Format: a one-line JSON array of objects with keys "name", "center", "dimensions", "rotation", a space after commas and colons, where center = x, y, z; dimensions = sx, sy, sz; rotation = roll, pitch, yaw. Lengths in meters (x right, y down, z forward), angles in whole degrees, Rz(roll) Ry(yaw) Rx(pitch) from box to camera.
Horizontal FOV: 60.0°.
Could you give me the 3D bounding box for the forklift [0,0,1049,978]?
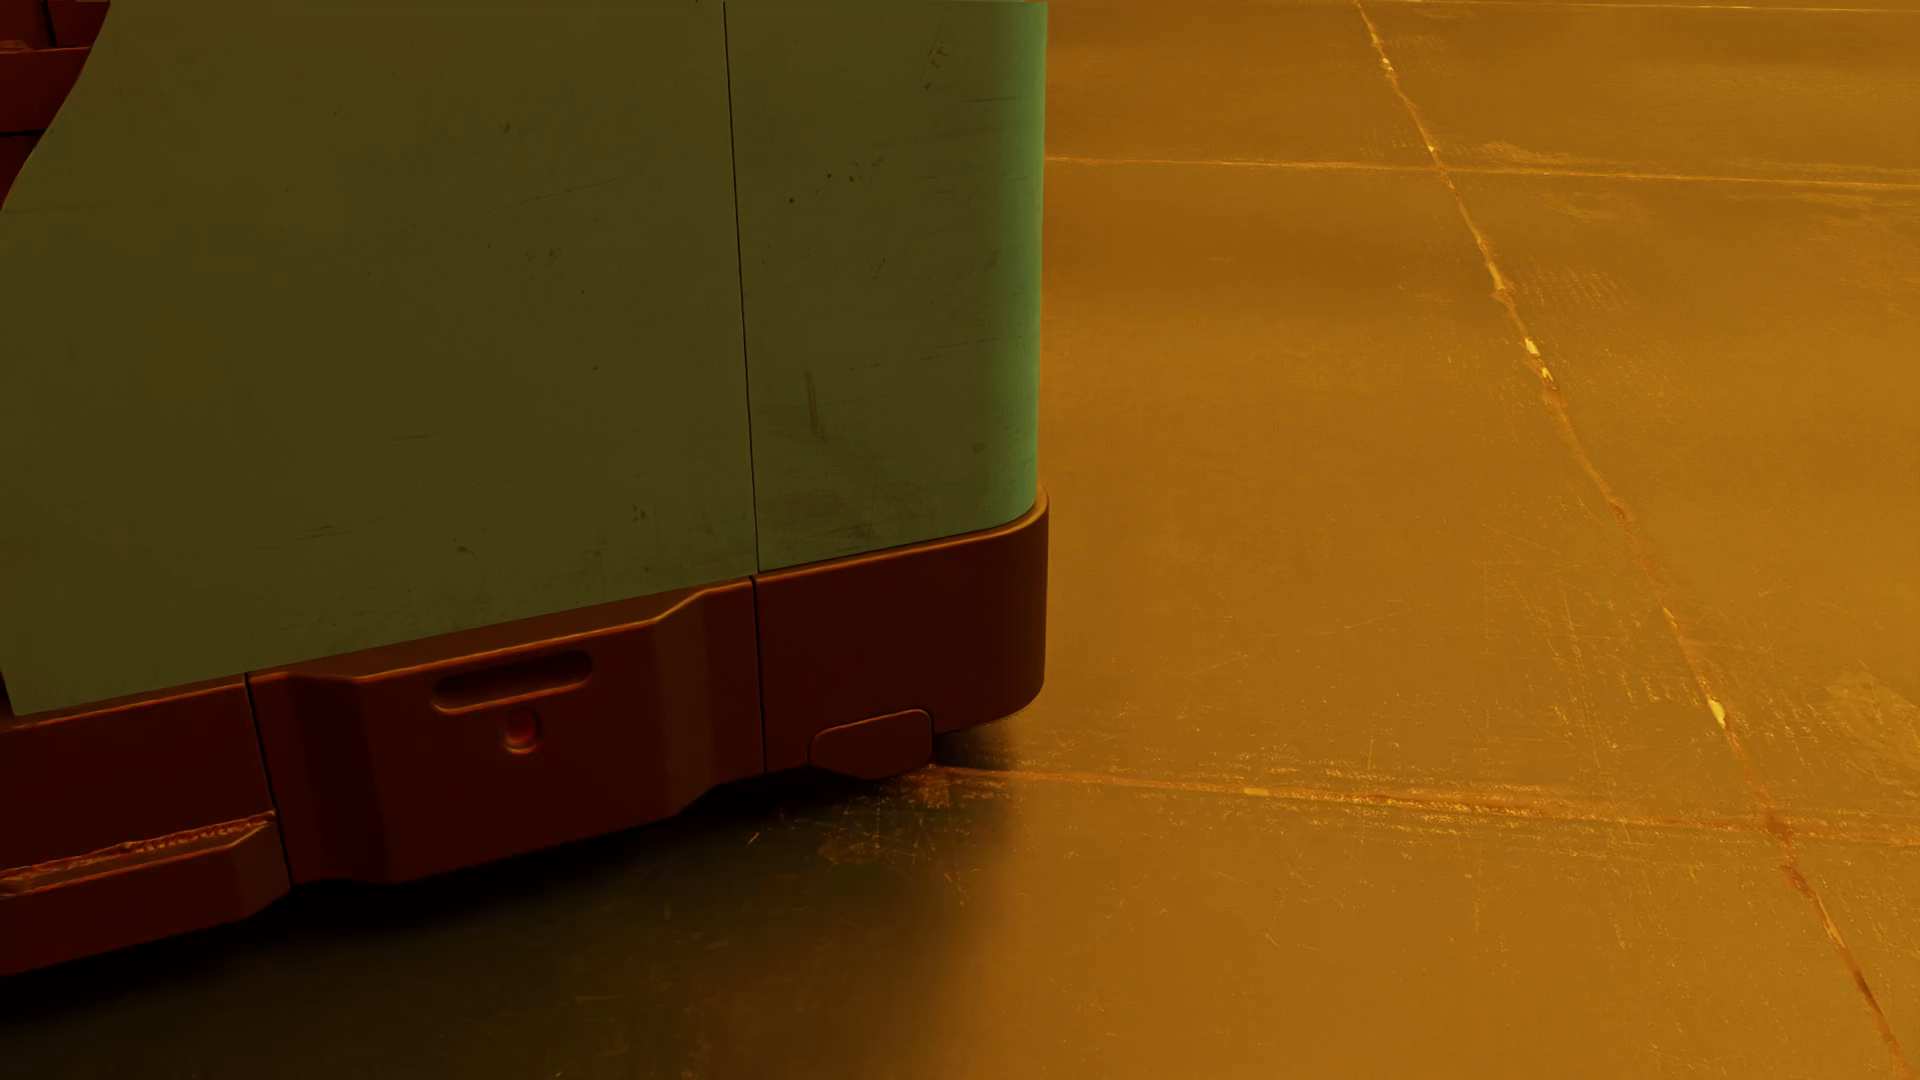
[{"name": "forklift", "center": [-1.463, -1.003, 1.227], "dimensions": [3.031, 2.935, 1.130], "rotation": [-11, 29, -21]}]
